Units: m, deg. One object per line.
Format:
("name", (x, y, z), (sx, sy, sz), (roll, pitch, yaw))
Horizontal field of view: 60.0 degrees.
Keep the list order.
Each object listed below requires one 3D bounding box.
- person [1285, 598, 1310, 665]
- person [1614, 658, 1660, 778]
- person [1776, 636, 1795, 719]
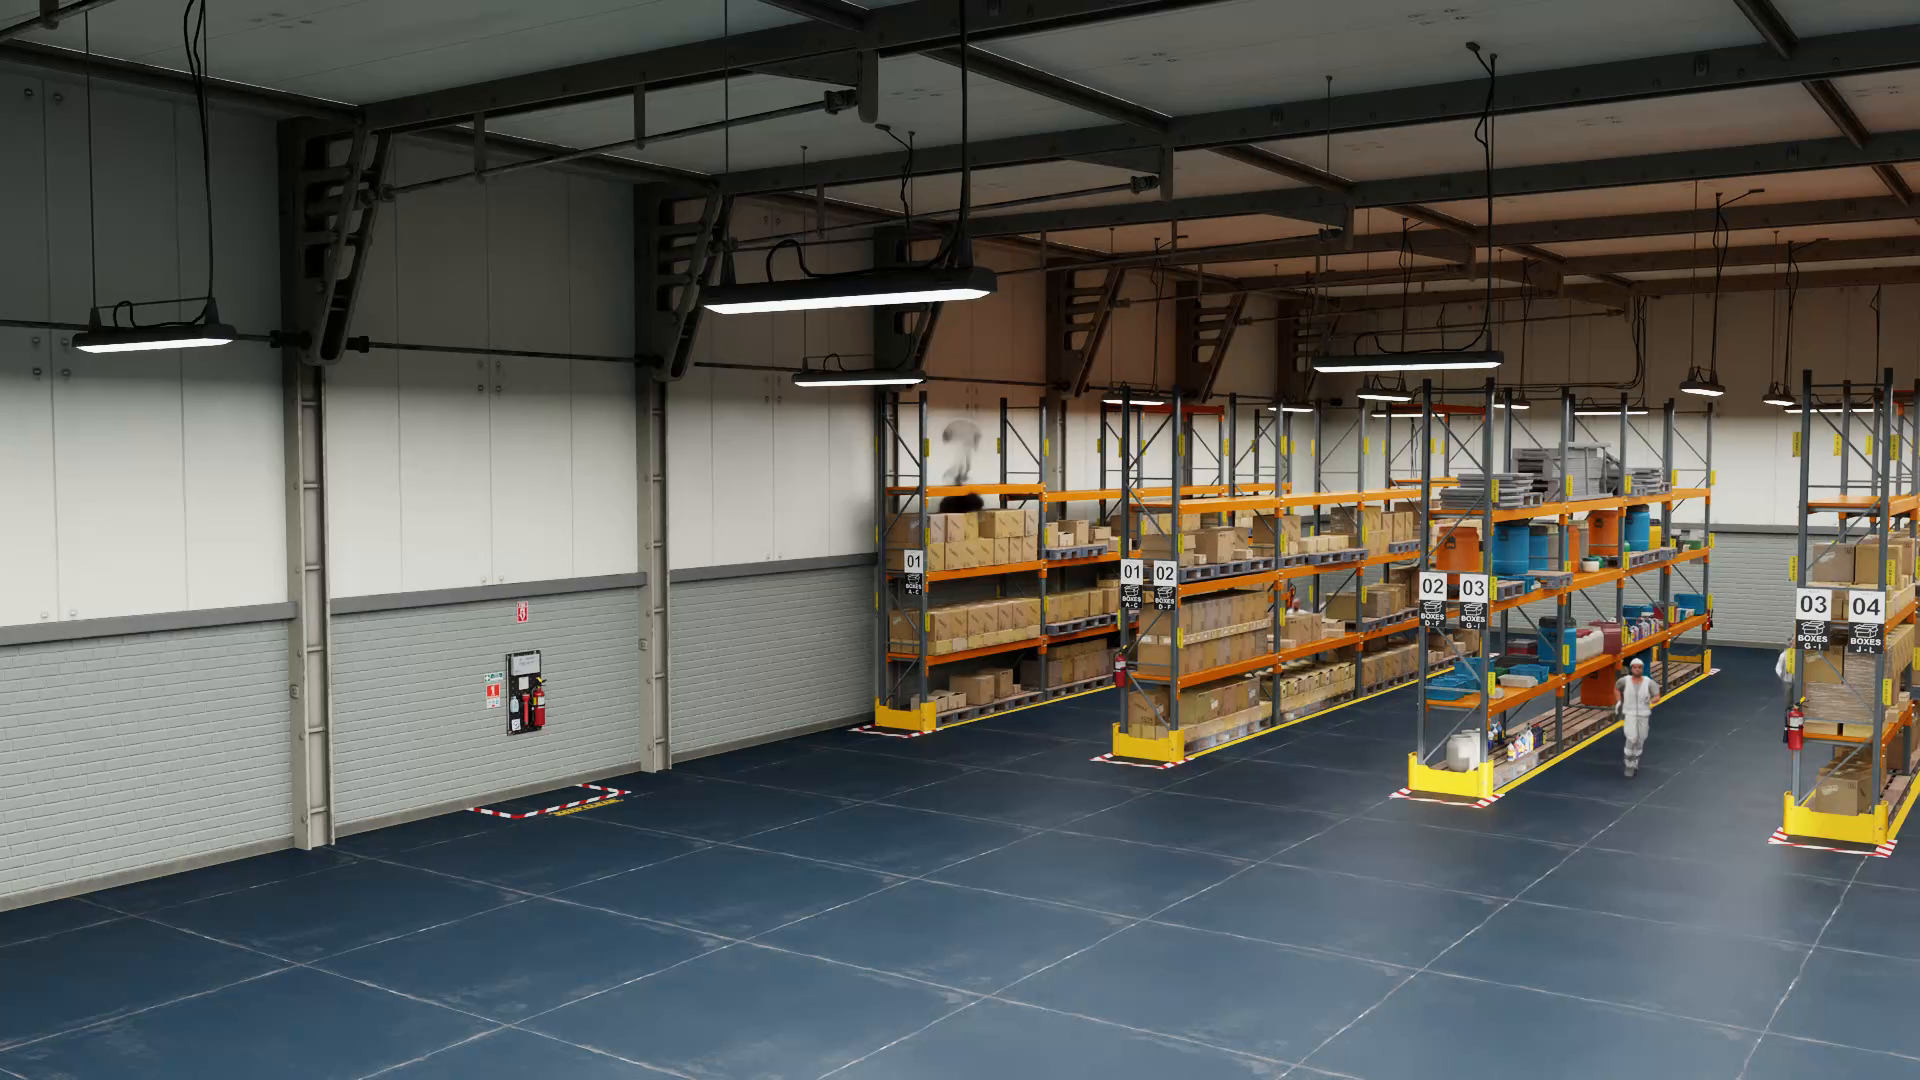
("person", (7.243, 2.145, 35.944), (0.711, 1.765, 0.807), (2, 4, 38))
("person", (10.314, 2.708, 25.321), (0.635, 1.824, 0.752), (1, 3, 15))
("person", (14.840, 2.529, 29.576), (0.603, 1.672, 0.841), (2, 4, 31))
